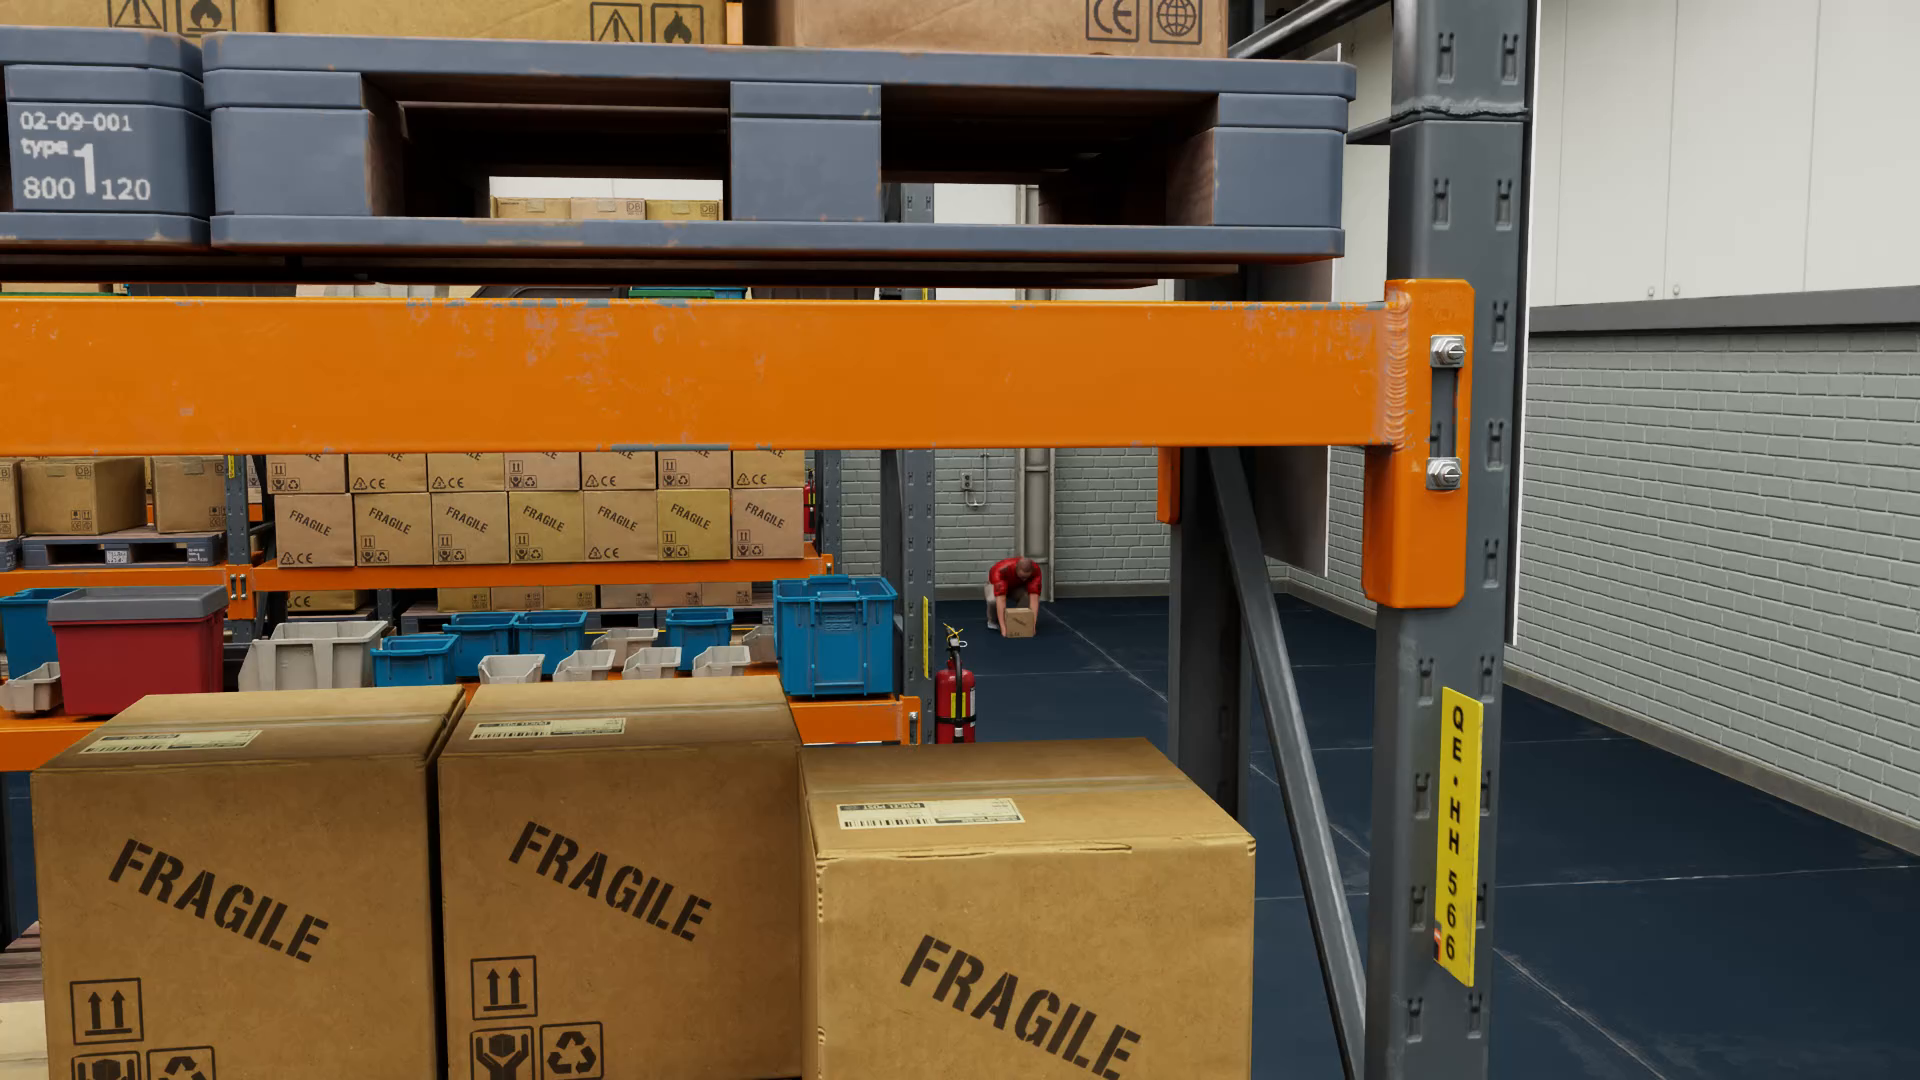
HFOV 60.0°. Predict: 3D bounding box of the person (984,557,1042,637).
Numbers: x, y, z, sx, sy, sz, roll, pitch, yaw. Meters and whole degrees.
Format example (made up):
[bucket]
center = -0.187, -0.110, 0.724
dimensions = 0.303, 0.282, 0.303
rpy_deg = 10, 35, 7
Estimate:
[person]
center = 0.518, 0.554, 16.509
dimensions = 0.537, 0.862, 0.893
rpy_deg = -1, 7, -9
